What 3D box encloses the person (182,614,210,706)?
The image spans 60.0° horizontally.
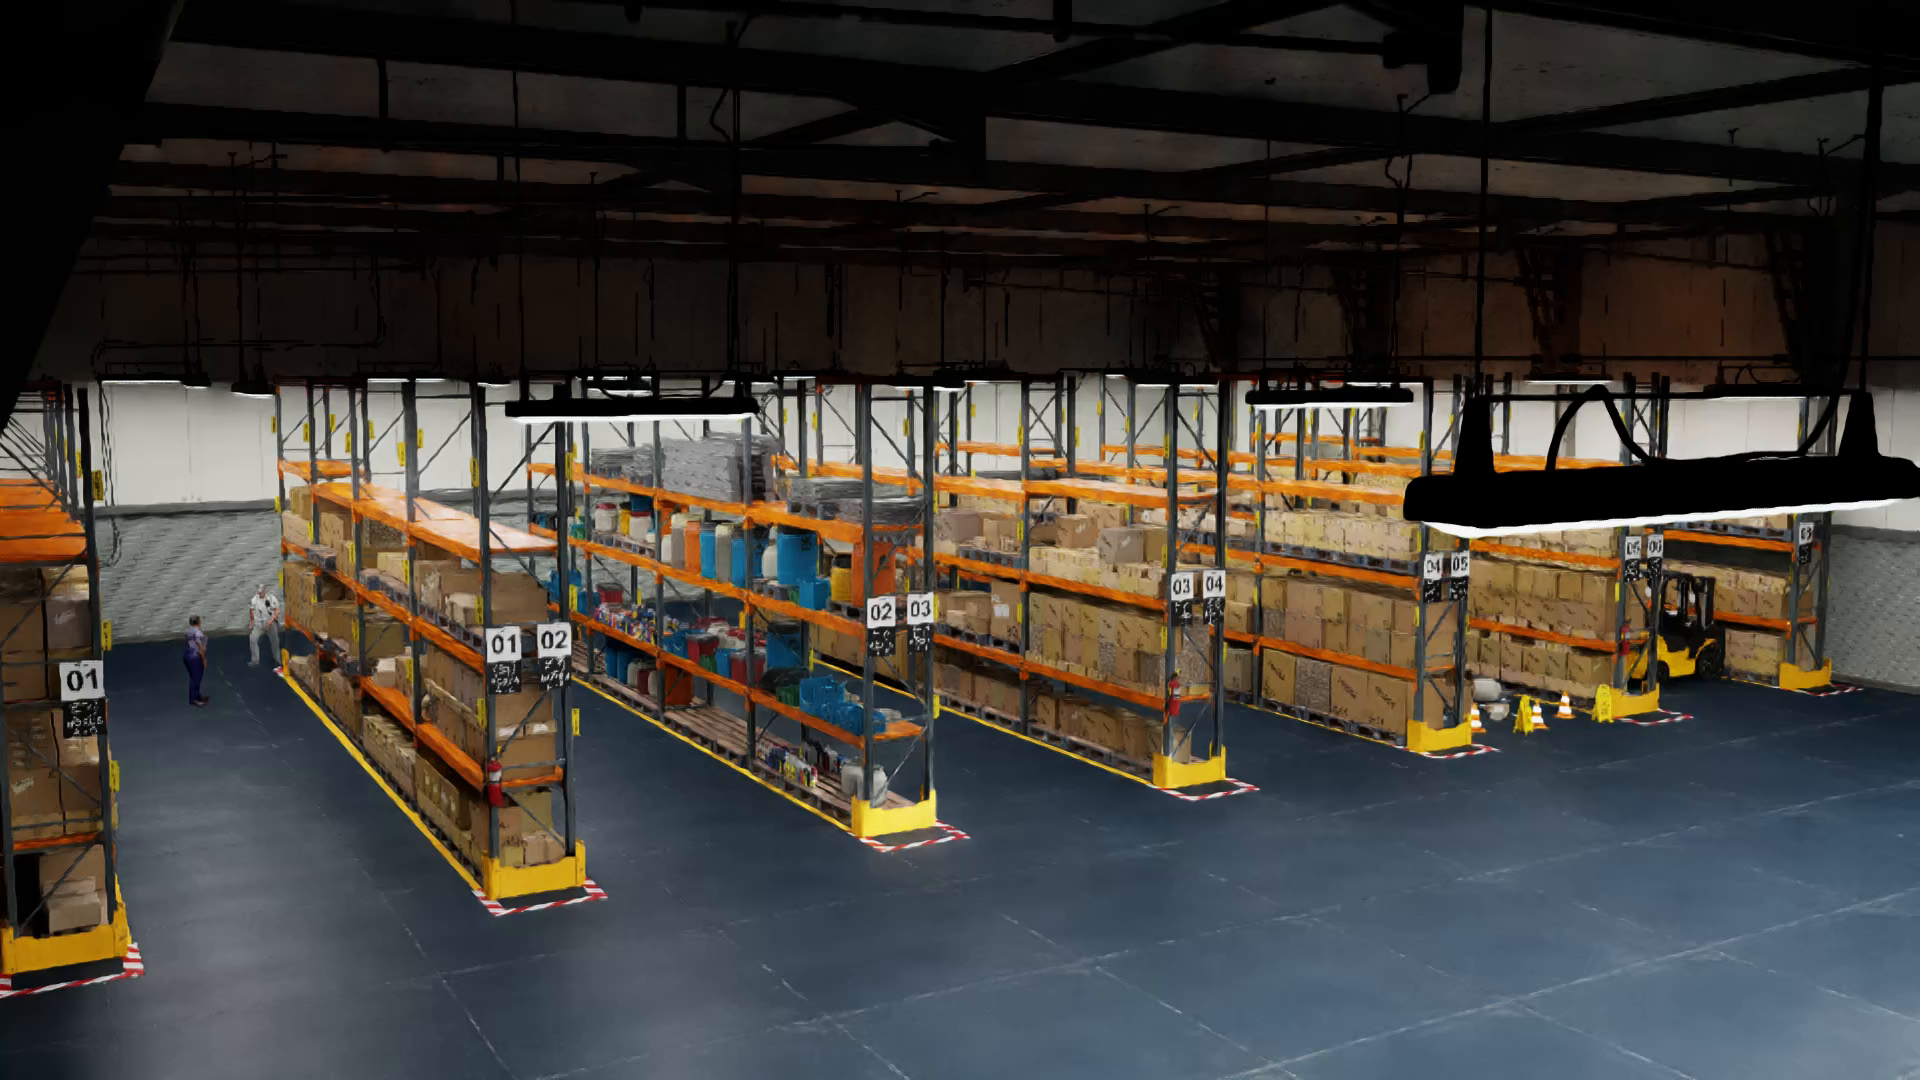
[{"bbox_3d":[-13.962,2.177,30.432,0.574,1.648,0.507,5,8,40],"label":"person"}]

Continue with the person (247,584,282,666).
[{"bbox_3d":[-14.359,1.724,34.334,0.670,1.709,0.737,-1,6,-5],"label":"person"}]
